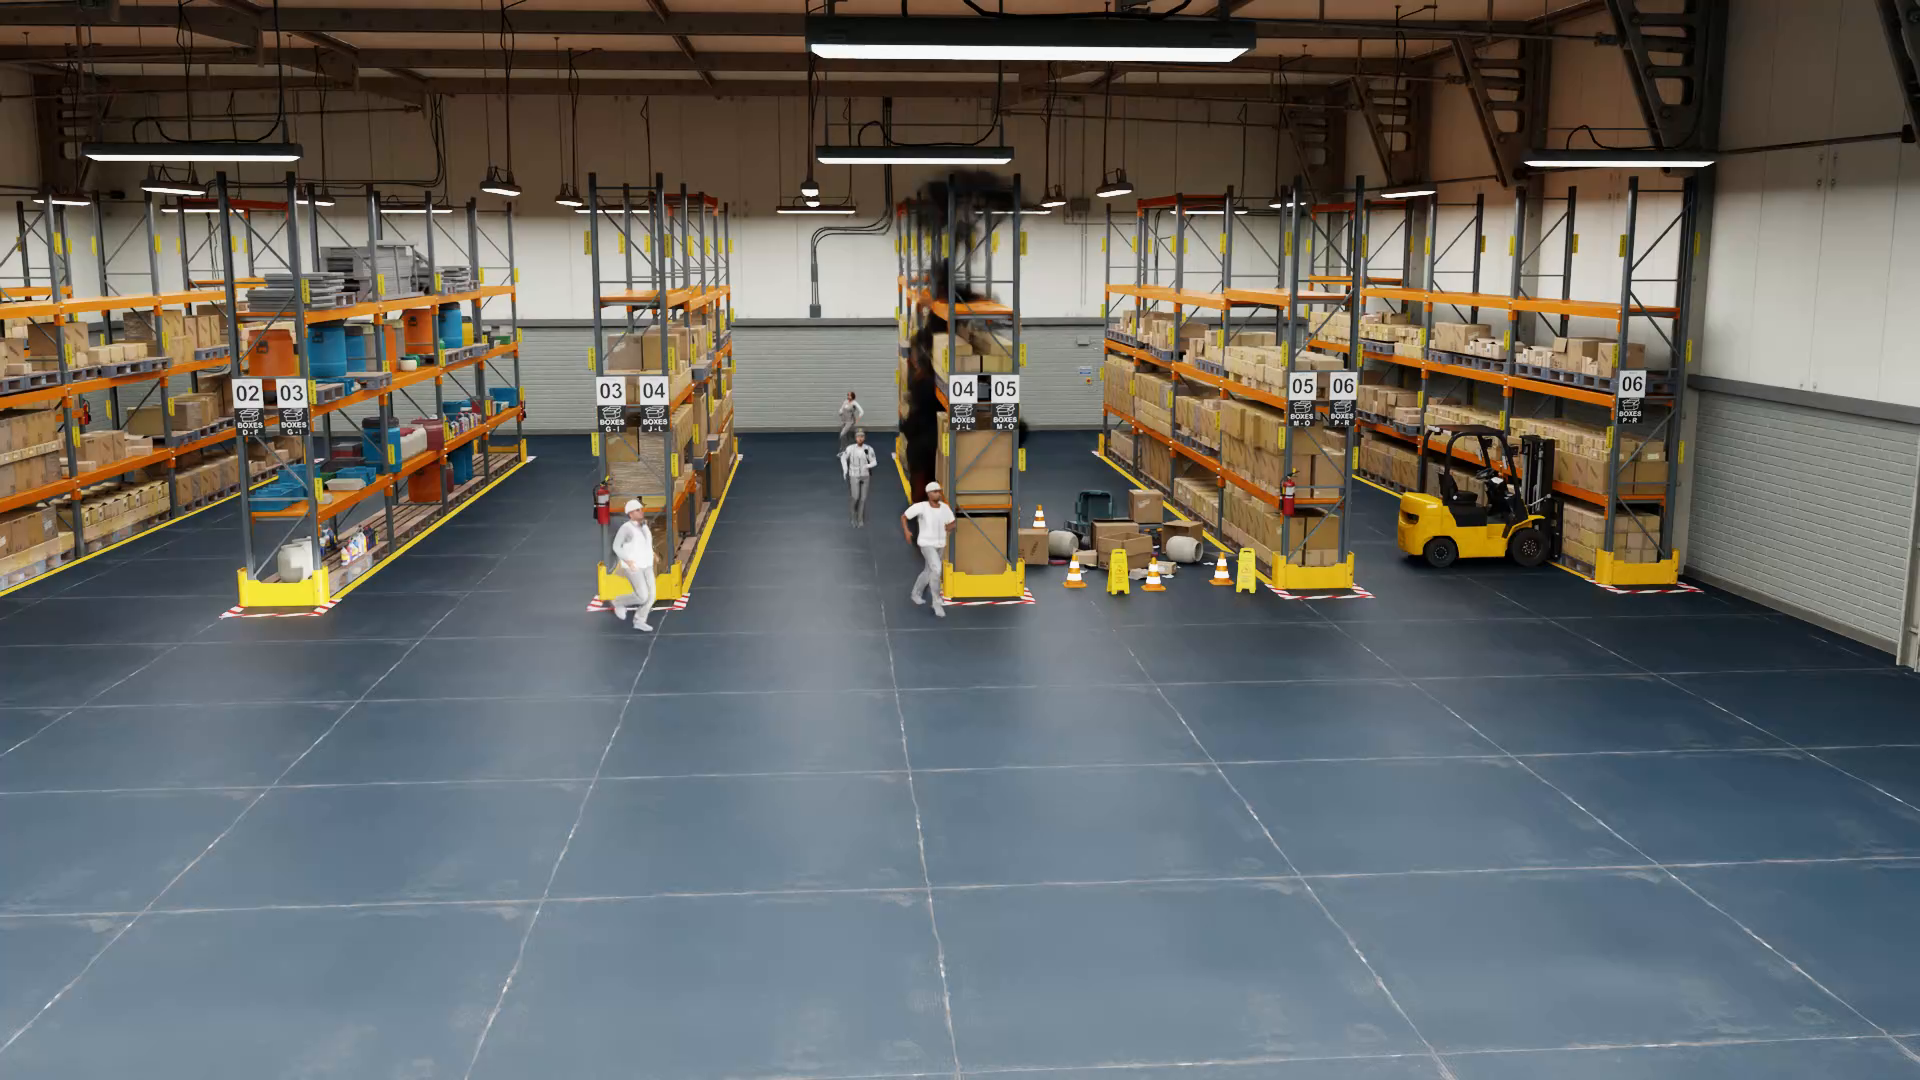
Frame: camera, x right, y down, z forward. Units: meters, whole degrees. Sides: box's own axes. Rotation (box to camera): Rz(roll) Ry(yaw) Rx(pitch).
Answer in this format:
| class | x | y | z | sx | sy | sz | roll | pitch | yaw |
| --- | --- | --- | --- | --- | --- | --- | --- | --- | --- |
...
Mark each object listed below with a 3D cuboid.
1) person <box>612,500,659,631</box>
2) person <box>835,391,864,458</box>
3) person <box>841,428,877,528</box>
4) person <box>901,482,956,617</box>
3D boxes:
| class | x | y | z | sx | sy | sz | roll | pitch | yaw |
| --- | --- | --- | --- | --- | --- | --- | --- | --- | --- |
| person | -4.283 | 0.331 | 21.931 | 0.596 | 1.736 | 0.661 | 6 | 11 | 29 |
| person | -2.663 | -2.765 | 39.869 | 0.668 | 1.612 | 0.599 | -10 | 14 | -43 |
| person | -1.699 | -1.040 | 28.132 | 0.593 | 1.697 | 0.612 | -1 | 10 | -8 |
| person | -0.371 | 0.104 | 23.020 | 0.816 | 1.813 | 0.748 | 10 | 14 | 44 |
